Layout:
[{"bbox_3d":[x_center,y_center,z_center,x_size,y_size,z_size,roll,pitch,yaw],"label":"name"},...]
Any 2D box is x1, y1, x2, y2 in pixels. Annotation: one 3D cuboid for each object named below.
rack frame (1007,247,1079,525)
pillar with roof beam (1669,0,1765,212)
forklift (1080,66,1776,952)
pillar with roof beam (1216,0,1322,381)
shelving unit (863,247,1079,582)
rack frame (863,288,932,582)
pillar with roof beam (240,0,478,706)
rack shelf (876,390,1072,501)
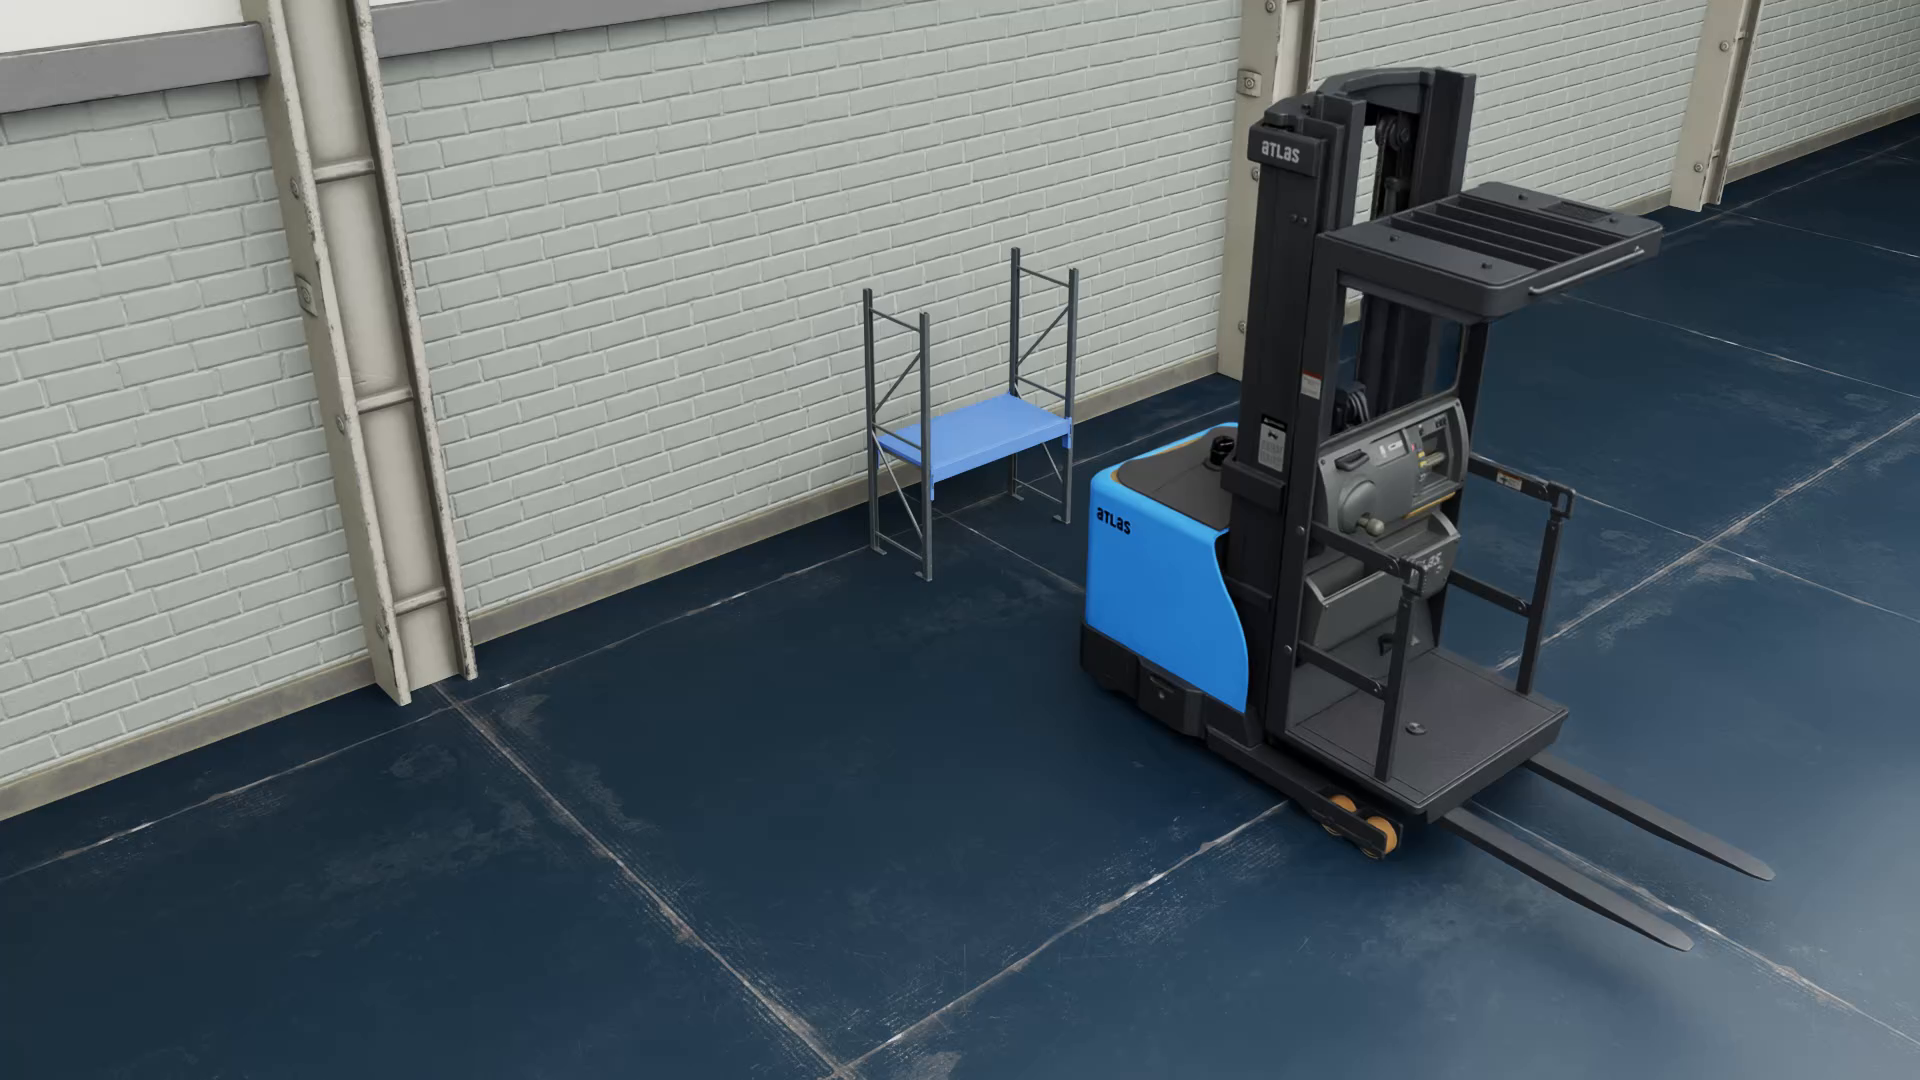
[{"bbox_3d":[0.452,-0.843,9.236,0.032,1.500,0.500,-22,35,-35],"label":"rack frame"},{"bbox_3d":[9.352,-5.433,9.868,0.400,9.000,9.100,-22,35,-35],"label":"pillar with roof beam"},{"bbox_3d":[1.906,-0.259,6.625,1.130,2.935,3.031,-22,35,-35],"label":"forklift"},{"bbox_3d":[4.787,-3.597,6.433,0.400,9.000,9.100,-22,35,-35],"label":"pillar with roof beam"},{"bbox_3d":[0.065,-0.688,8.945,1.048,1.500,0.538,-22,35,-35],"label":"shelving unit"},{"bbox_3d":[-0.322,-0.532,8.654,0.032,1.500,0.500,-22,35,-35],"label":"rack frame"},{"bbox_3d":[0.223,-1.762,2.999,0.400,9.000,9.100,-22,35,-35],"label":"pillar with roof beam"},{"bbox_3d":[0.065,-0.529,9.030,1.000,0.185,0.538,-22,35,-35],"label":"rack shelf"}]
